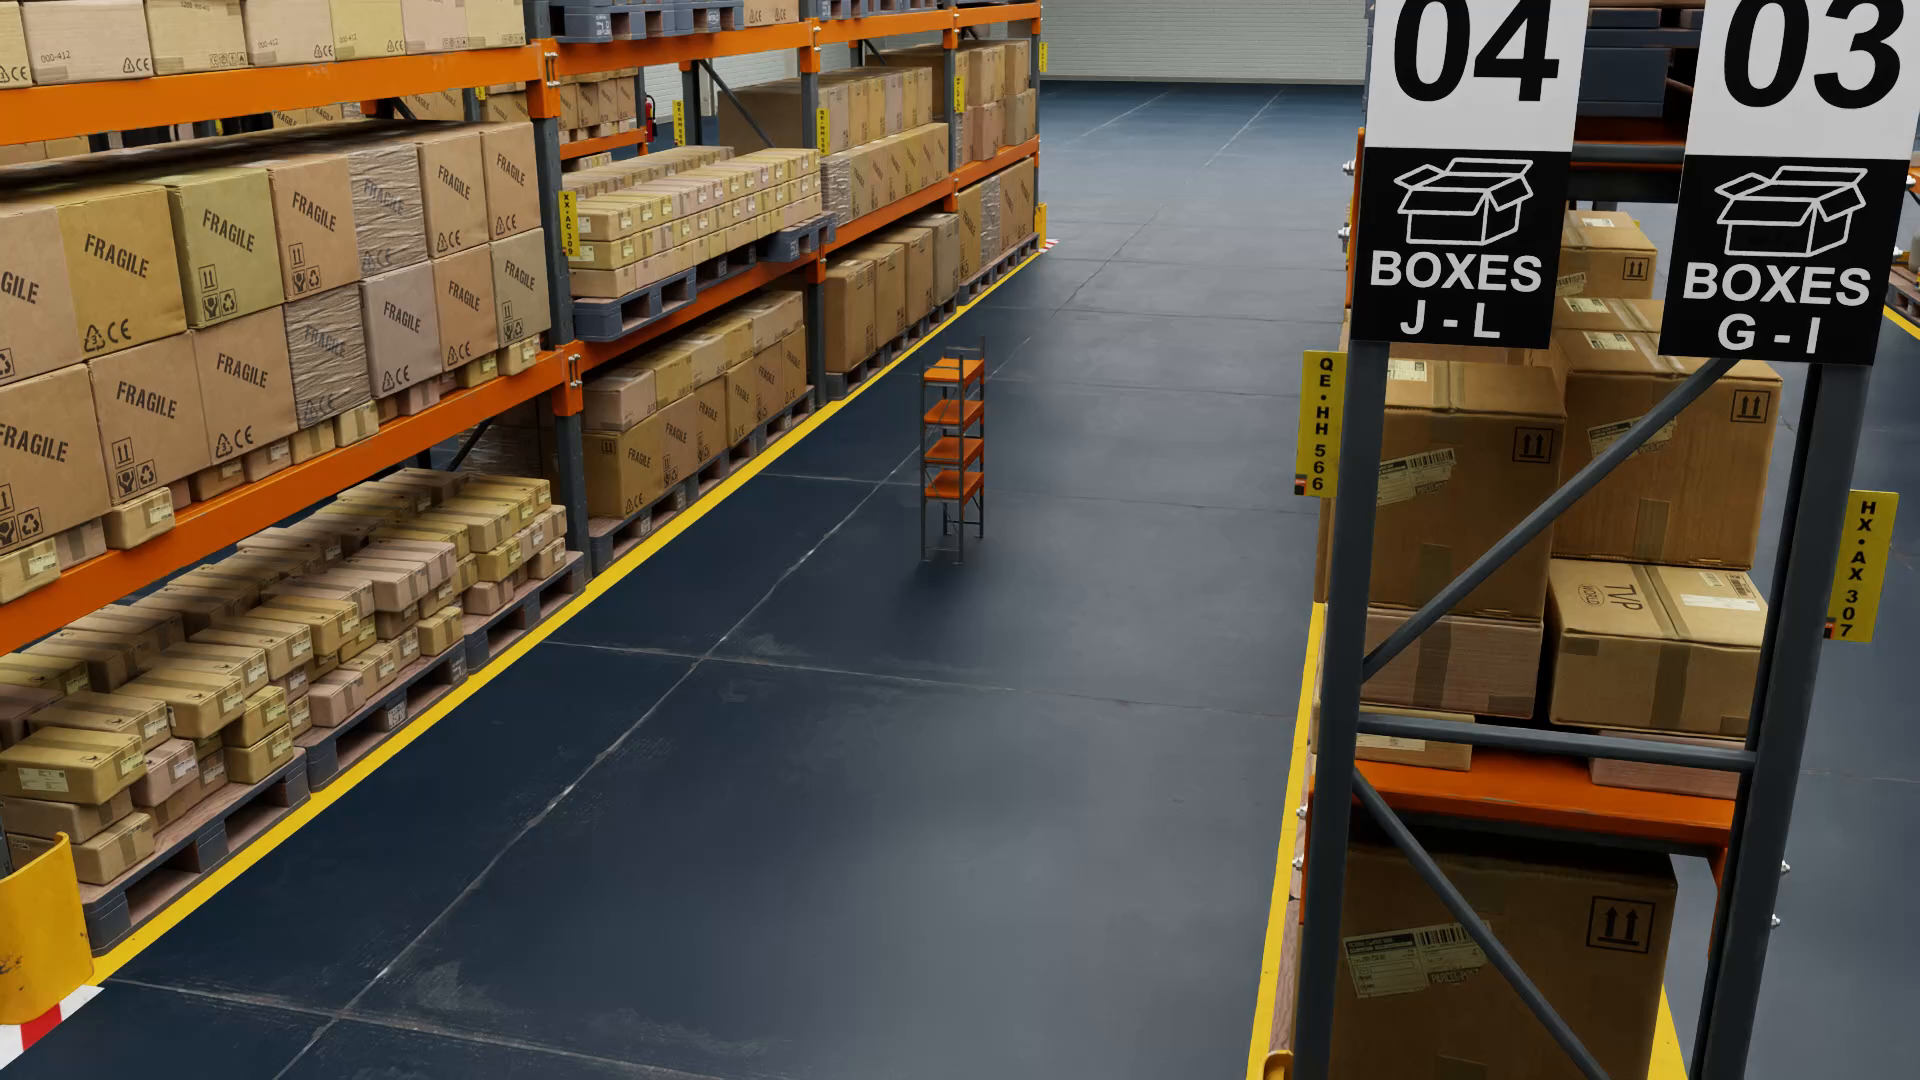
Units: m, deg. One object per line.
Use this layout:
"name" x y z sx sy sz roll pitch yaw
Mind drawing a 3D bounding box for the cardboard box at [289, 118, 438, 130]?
"cardboard box" -2.842 -1.759 8.035 0.500 0.500 0.500 5 20 15

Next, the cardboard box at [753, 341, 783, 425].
"cardboard box" -1.556 -1.100 11.486 0.500 0.500 0.500 5 20 16

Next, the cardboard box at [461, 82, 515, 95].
"cardboard box" -5.048 -4.869 17.139 0.700 0.500 0.500 4 19 13

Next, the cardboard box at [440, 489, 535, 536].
"cardboard box" -2.354 -0.136 8.285 0.380 0.149 0.250 5 19 14

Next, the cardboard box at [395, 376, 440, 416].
"cardboard box" -2.543 -0.658 7.363 0.380 0.149 0.250 4 19 11

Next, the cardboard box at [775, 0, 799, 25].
"cardboard box" -1.412 -3.742 11.206 0.500 0.500 0.500 5 19 13

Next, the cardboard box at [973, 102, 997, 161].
"cardboard box" -0.104 -4.249 17.255 0.875 0.550 0.550 5 19 13

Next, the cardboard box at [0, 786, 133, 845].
"cardboard box" -3.096 0.899 5.715 0.380 0.149 0.250 5 20 16

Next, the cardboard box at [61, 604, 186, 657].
"cardboard box" -3.396 0.386 6.756 0.380 0.149 0.250 5 20 15

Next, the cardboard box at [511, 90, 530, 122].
"cardboard box" -4.888 -4.550 17.753 0.500 0.500 0.500 5 19 13

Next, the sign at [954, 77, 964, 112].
"sign" -0.013 -4.198 15.669 0.100 0.325 0.005 5 19 13

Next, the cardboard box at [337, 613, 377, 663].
"cardboard box" -2.758 0.400 7.178 0.380 0.149 0.250 6 20 16

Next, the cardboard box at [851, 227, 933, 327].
"cardboard box" -0.845 -2.358 14.781 1.050 0.750 0.750 5 19 13

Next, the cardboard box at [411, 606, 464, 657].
"cardboard box" -2.514 0.405 7.623 0.380 0.149 0.250 5 19 13

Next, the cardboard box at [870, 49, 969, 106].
"cardboard box" -0.396 -4.604 16.623 0.875 0.550 0.550 5 19 13

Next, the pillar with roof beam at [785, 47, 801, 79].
"pillar with roof beam" -0.208 -15.606 41.454 9.100 9.000 0.400 5 19 13

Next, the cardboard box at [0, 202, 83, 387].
"cardboard box" -3.106 -0.747 5.073 0.500 0.500 0.500 5 19 13

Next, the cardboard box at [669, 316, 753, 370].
"cardboard box" -1.684 -1.292 10.887 0.500 0.250 0.500 5 20 15

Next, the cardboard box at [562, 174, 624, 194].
"cardboard box" -2.268 -2.131 10.105 0.380 0.149 0.250 4 19 11

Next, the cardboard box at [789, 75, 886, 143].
"cardboard box" -1.029 -3.614 13.926 0.700 0.500 0.500 4 19 13

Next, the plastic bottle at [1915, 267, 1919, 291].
"plastic bottle" 9.279 -2.540 16.024 0.097 0.271 0.097 0 19 0

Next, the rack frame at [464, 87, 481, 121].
"rack frame" -5.366 -4.087 17.012 1.000 3.000 0.127 5 19 13

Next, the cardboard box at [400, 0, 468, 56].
"cardboard box" -2.487 -2.238 7.190 0.500 0.250 0.500 5 19 13

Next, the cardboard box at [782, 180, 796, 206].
"cardboard box" -1.323 -2.337 11.168 0.380 0.149 0.250 5 20 15

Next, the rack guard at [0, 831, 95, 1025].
"rack guard" -3.454 1.193 5.422 1.175 0.500 0.348 5 19 13

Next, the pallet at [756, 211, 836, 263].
"pallet" -1.589 -2.151 11.642 1.213 0.211 1.003 5 19 13

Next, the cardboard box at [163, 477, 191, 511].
"cardboard box" -3.006 -0.178 5.958 0.380 0.149 0.250 6 20 16

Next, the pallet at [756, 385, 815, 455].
"pallet" -1.711 -0.909 12.023 1.003 0.211 1.213 5 19 13

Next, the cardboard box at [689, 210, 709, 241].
"cardboard box" -1.703 -1.856 9.761 0.380 0.149 0.250 5 20 16

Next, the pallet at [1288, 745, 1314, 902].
"pallet" 1.732 1.139 6.027 1.003 0.211 1.213 5 19 13

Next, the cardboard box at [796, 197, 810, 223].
"cardboard box" -1.256 -2.285 11.476 0.380 0.149 0.250 5 19 13

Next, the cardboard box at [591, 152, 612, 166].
"cardboard box" -4.356 -4.508 19.685 0.380 0.149 0.250 5 20 15

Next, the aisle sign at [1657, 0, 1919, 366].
"aisle sign" 1.585 -0.727 3.153 0.394 0.787 0.004 5 19 13

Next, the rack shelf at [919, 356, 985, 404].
"rack shelf" -0.040 -0.888 9.215 0.258 0.148 0.480 5 19 13

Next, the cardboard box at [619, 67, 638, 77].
"cardboard box" -4.302 -5.824 19.937 0.700 0.500 0.500 4 19 12

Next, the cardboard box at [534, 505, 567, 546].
"cardboard box" -2.264 -0.087 8.601 0.380 0.149 0.250 5 20 14

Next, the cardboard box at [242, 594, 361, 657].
"cardboard box" -2.713 0.351 6.860 0.380 0.149 0.250 5 19 14

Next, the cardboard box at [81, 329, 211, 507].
"cardboard box" -2.989 -0.443 5.729 0.500 0.500 0.500 5 19 13

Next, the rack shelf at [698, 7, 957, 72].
"rack shelf" -1.030 -4.180 13.756 1.077 0.370 4.000 5 19 13

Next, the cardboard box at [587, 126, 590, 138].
"cardboard box" -4.543 -4.768 19.396 0.380 0.149 0.250 5 19 14

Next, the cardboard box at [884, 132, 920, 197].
"cardboard box" -0.656 -3.273 14.476 0.500 0.500 0.500 5 19 14

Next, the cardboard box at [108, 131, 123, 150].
"cardboard box" -6.333 -3.009 12.156 0.500 0.500 0.500 5 19 14

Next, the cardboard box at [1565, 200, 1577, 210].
"cardboard box" 2.437 -1.520 7.789 0.797 0.503 0.637 4 19 12

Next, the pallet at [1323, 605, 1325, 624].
"pallet" 2.405 0.275 8.555 1.003 0.211 1.213 5 19 13

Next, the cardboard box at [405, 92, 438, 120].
"cardboard box" -5.376 -4.155 15.947 0.500 0.500 0.500 5 19 14

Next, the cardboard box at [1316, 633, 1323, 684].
"cardboard box" 1.141 0.357 4.391 0.380 0.149 0.250 5 19 14

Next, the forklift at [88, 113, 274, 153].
"forklift" -5.215 -1.973 10.928 3.031 2.935 1.130 11 22 30

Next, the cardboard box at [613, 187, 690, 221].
"cardboard box" -1.763 -1.915 9.471 0.380 0.149 0.250 4 19 13

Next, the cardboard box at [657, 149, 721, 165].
"cardboard box" -1.882 -2.621 11.539 0.380 0.149 0.250 4 19 12

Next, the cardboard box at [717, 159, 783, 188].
"cardboard box" -1.383 -2.401 10.894 0.380 0.149 0.250 5 20 15

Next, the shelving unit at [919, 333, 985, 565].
"shelving unit" -0.040 -0.516 9.342 0.258 1.200 0.503 5 19 13

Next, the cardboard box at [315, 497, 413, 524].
"cardboard box" -2.920 -0.095 8.165 0.380 0.149 0.250 4 19 13

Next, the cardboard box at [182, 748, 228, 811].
"cardboard box" -2.996 0.878 6.237 0.380 0.149 0.250 5 19 14

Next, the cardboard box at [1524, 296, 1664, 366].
"cardboard box" 1.934 -0.416 4.877 0.500 0.500 0.500 4 19 12

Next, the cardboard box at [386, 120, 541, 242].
"cardboard box" -2.348 -1.713 7.899 0.500 0.500 0.500 4 19 11

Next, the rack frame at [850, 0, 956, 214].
"rack frame" -0.541 -3.728 15.960 1.000 3.000 0.127 5 19 13

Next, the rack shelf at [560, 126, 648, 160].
"rack shelf" -4.877 -4.373 18.963 1.077 0.370 4.000 5 19 13

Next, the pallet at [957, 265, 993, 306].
"pallet" -0.279 -2.640 17.090 1.003 0.211 1.213 5 19 13

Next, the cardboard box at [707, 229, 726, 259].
"cardboard box" -1.640 -1.797 10.046 0.380 0.149 0.250 4 19 12

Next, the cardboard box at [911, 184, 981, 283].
"cardboard box" -0.320 -3.112 16.796 0.875 0.875 0.875 5 19 14
